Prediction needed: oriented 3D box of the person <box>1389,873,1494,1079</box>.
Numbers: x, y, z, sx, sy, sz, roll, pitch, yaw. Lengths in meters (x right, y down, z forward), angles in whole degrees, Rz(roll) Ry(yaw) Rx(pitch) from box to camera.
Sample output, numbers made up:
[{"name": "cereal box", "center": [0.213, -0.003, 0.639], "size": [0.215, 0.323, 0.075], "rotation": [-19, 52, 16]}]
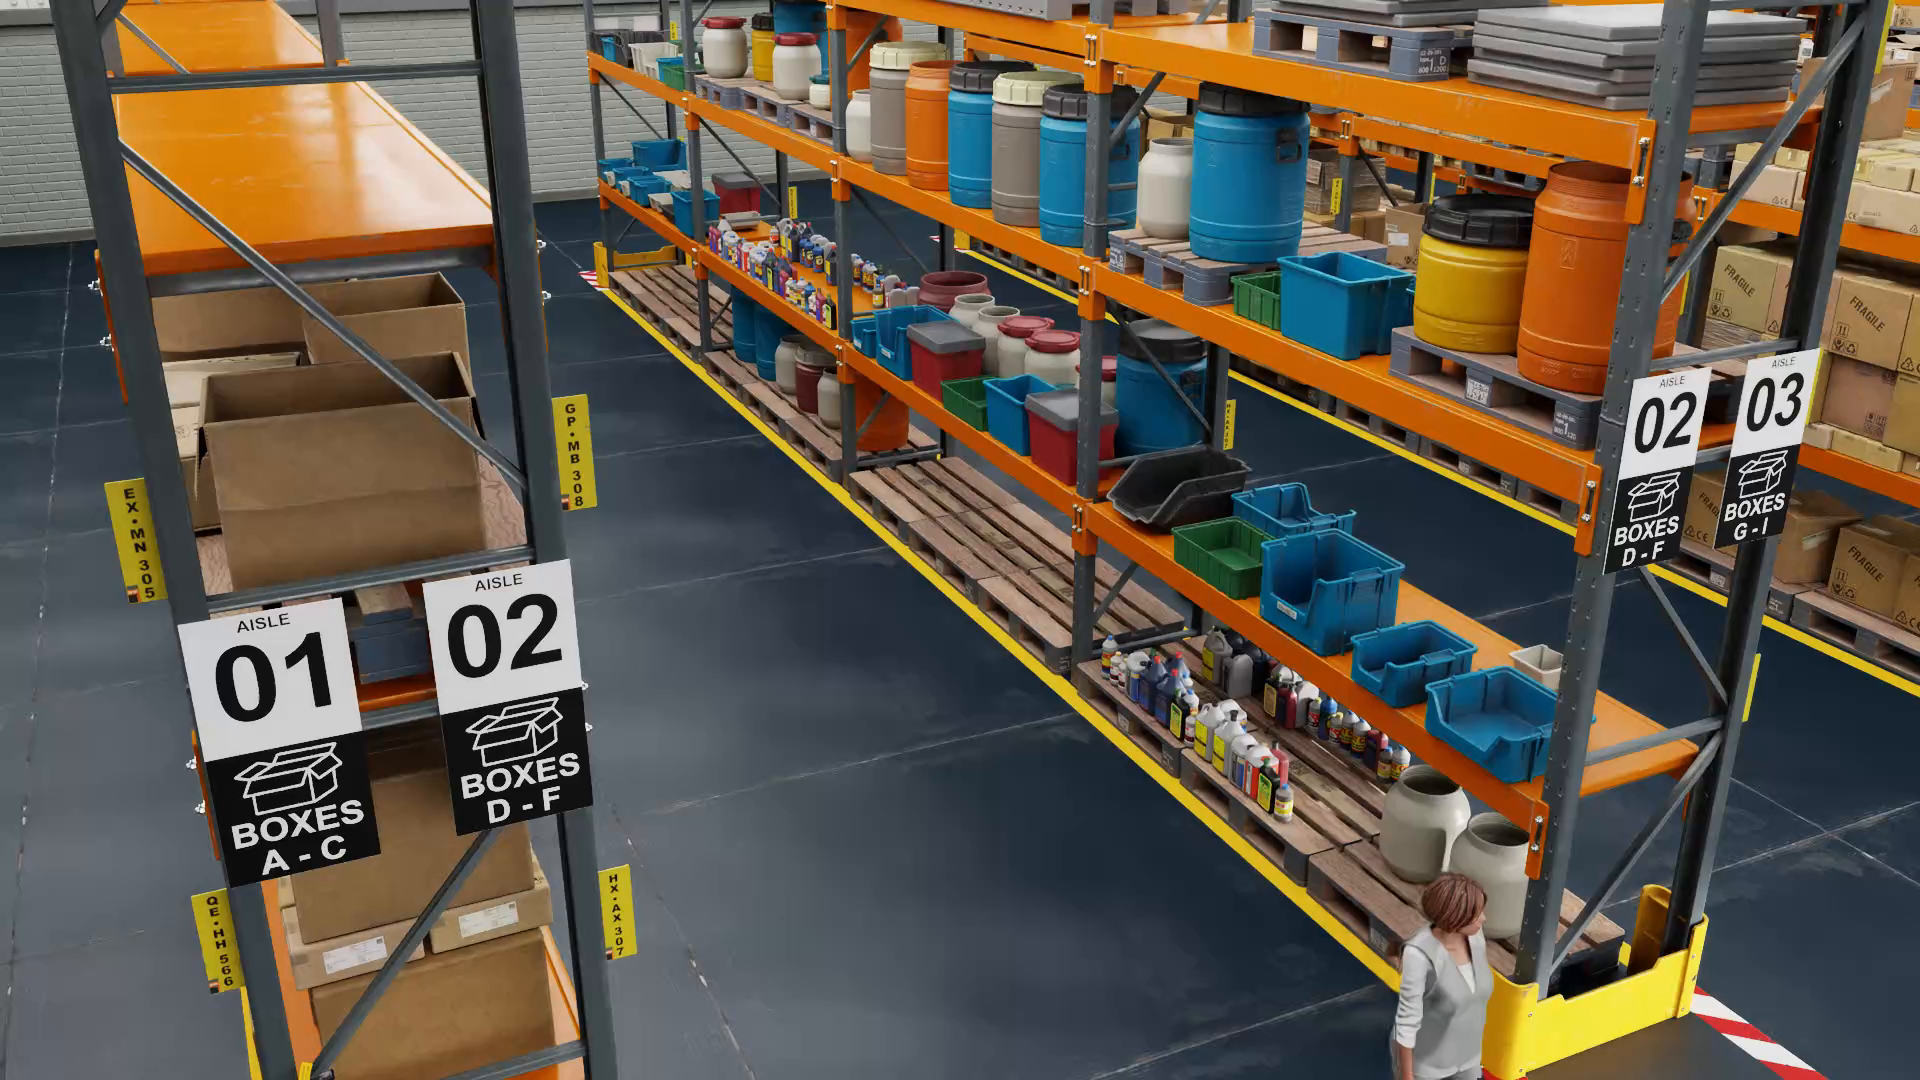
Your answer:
[{"name": "person", "center": [1.795, 1.941, 6.238], "size": [0.426, 1.583, 0.546], "rotation": [-11, 25, -26]}]
